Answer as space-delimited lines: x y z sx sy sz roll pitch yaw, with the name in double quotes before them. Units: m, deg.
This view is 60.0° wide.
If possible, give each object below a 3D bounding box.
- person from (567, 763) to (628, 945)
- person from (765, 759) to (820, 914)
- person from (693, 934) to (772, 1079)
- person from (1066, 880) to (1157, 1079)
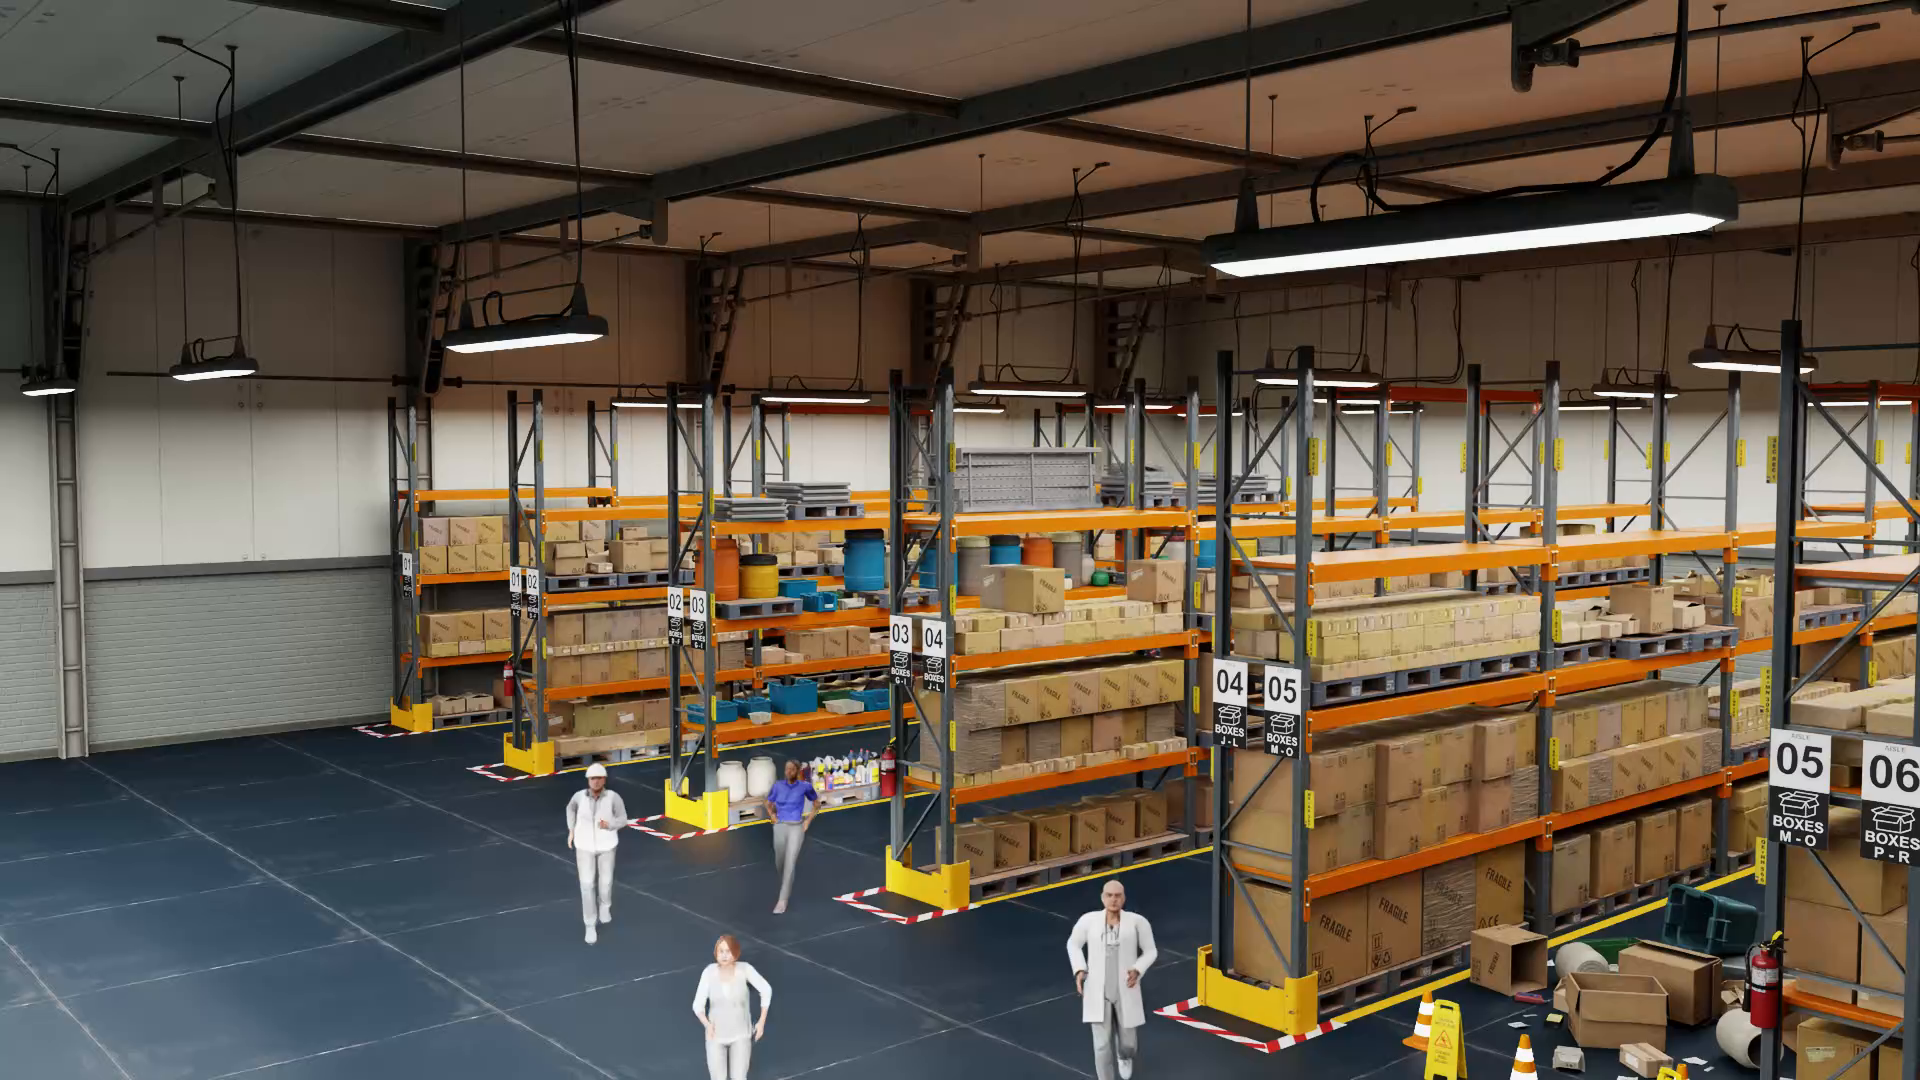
"person" -3.815 3.246 17.495 0.627 1.825 0.869 -1 3 -12
"person" -1.879 3.264 18.612 0.596 1.665 0.829 0 3 8
"person" -1.679 3.664 12.184 0.566 1.559 0.545 0 3 0
"person" 1.183 3.532 13.017 0.715 1.729 0.748 0 3 6
